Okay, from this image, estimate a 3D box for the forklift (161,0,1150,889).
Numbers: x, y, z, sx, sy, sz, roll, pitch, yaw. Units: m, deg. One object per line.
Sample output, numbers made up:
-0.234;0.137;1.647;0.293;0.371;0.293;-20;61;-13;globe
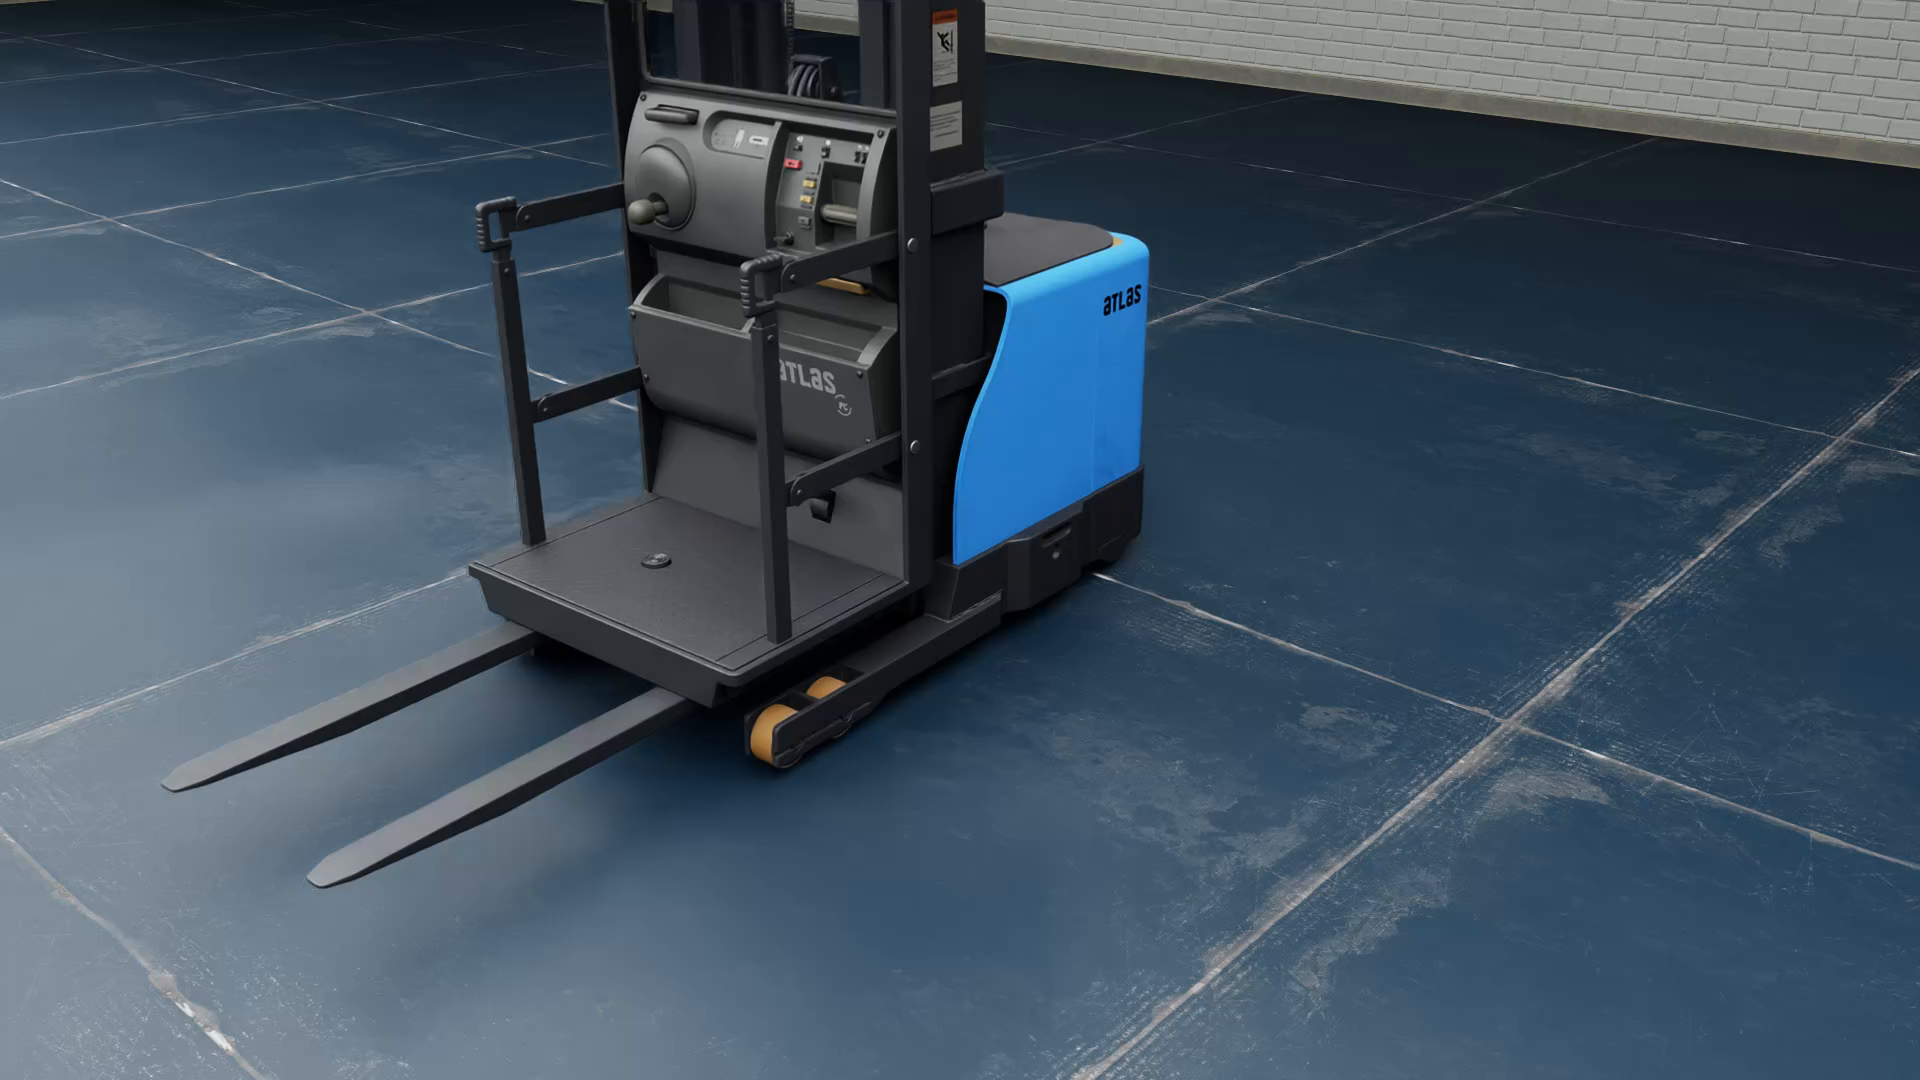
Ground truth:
-0.690;-0.962;4.314;1.130;2.935;3.031;18;30;34;forklift
